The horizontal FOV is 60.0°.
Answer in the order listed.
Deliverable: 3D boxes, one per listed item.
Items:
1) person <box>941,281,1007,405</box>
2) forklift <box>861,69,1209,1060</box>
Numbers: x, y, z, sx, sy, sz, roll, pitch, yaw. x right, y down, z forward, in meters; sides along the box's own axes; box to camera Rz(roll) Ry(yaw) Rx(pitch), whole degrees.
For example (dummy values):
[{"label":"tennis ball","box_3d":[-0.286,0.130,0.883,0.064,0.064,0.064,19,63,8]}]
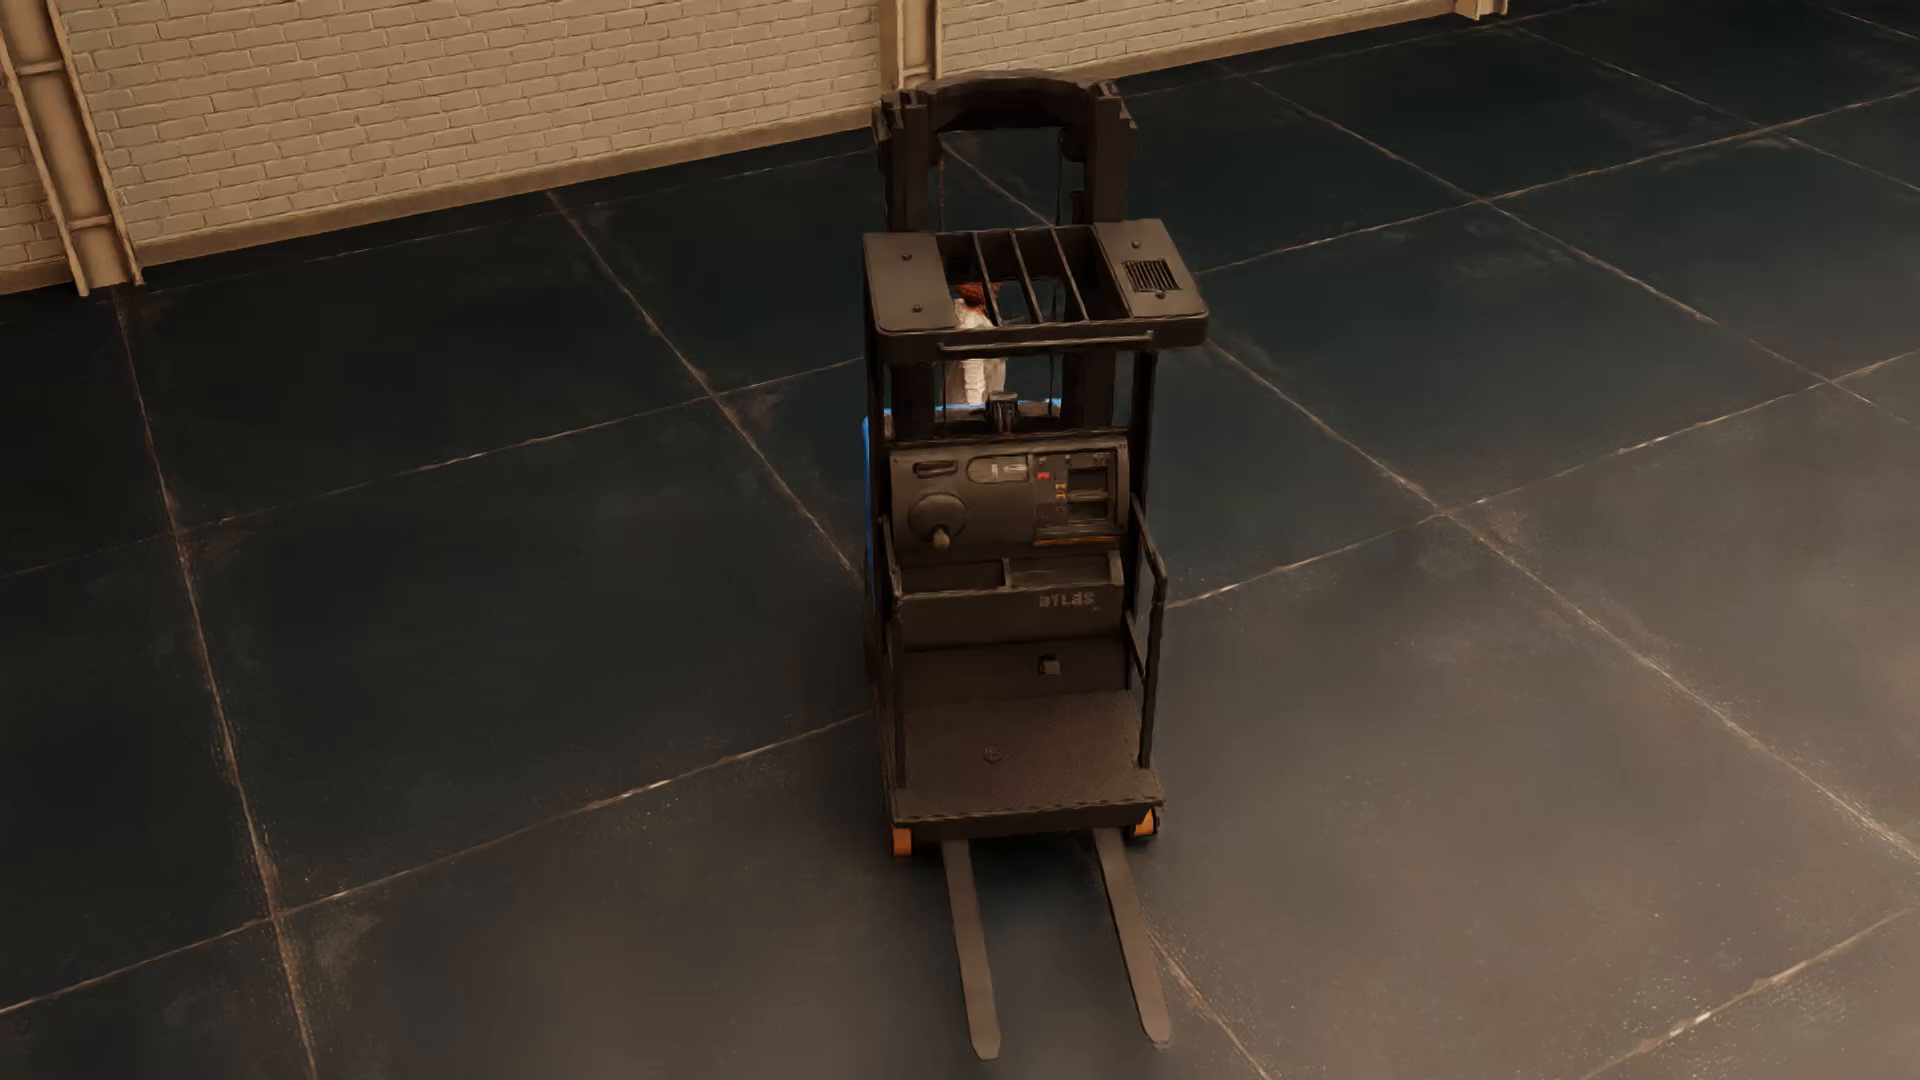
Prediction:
[{"label":"person","box_3d":[0.060,-0.667,8.240,0.438,1.582,0.528,-7,36,-10]},{"label":"forklift","box_3d":[0.223,-0.113,6.282,1.130,2.935,3.031,-4,35,-6]}]
